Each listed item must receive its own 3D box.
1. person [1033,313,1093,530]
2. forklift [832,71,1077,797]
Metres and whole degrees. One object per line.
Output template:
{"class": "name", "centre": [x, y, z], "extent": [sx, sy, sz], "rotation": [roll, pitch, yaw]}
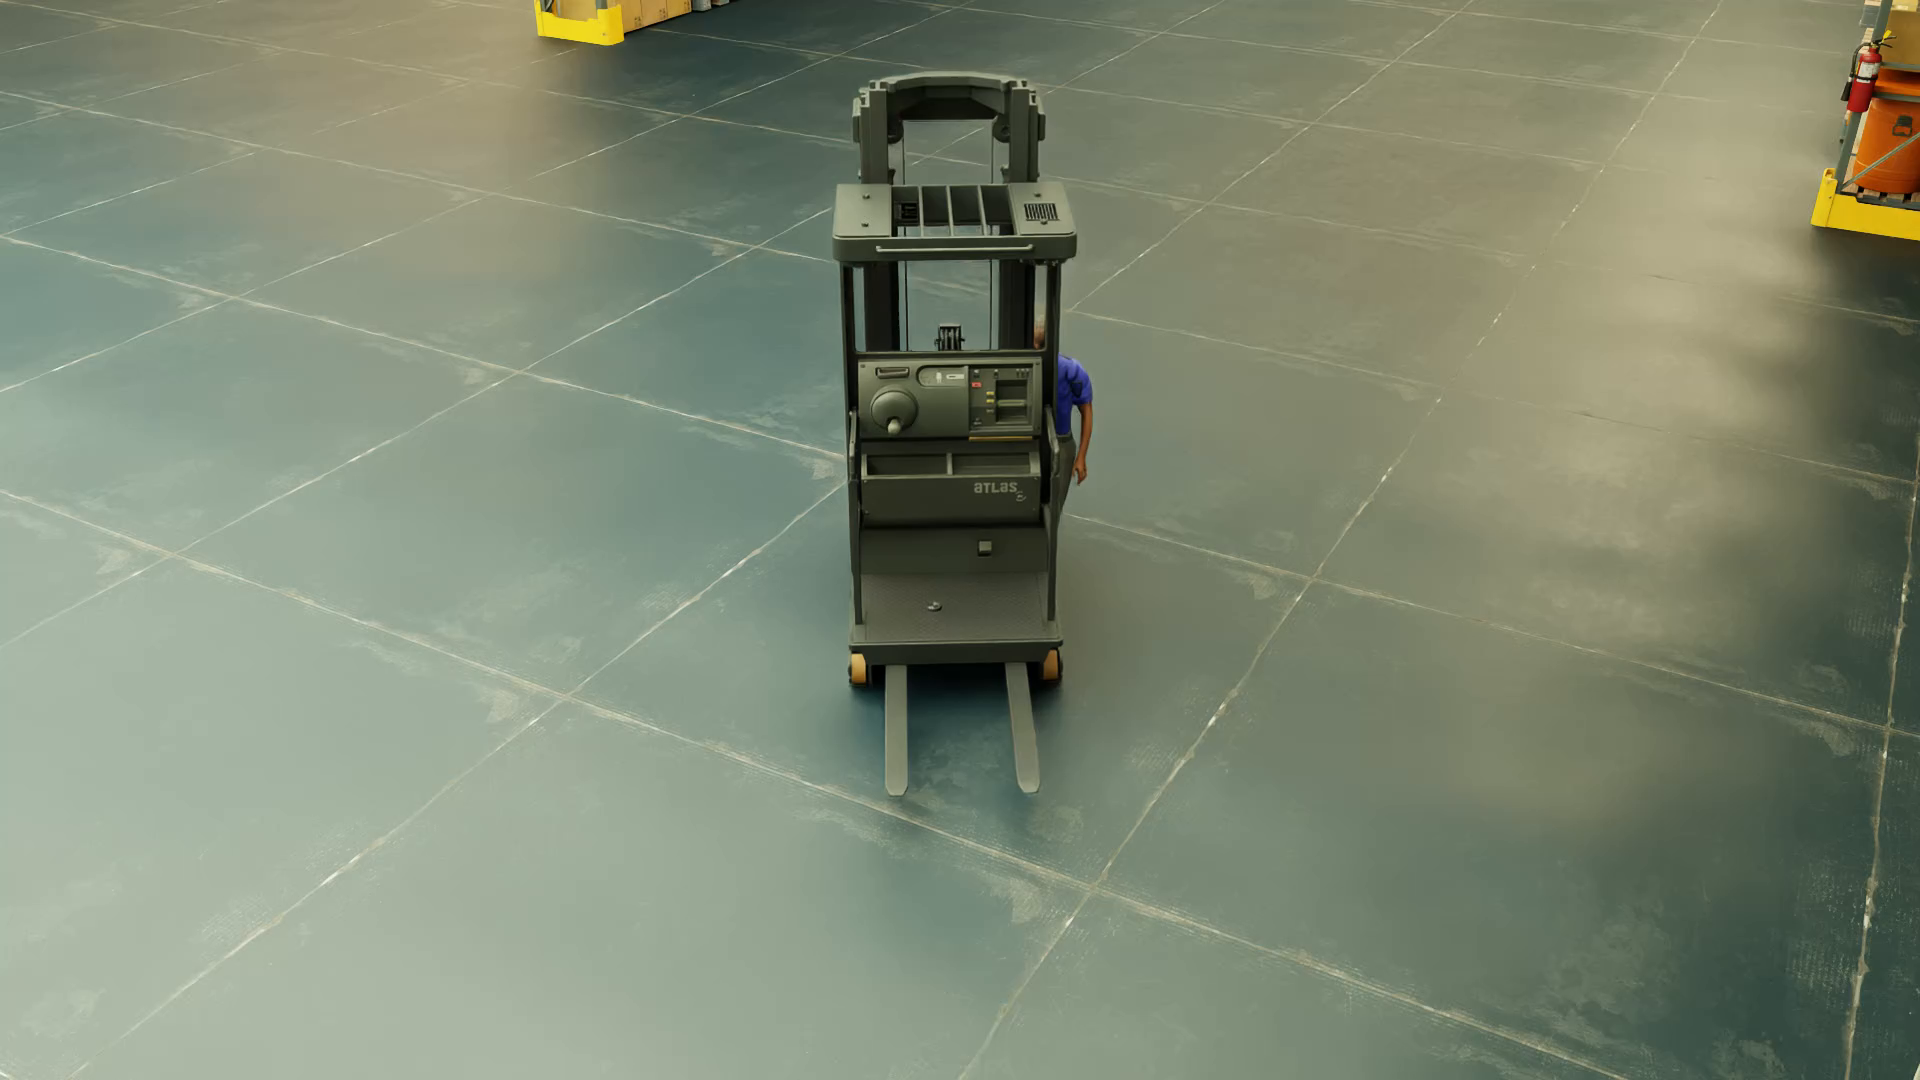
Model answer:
{"class": "person", "centre": [0.342, -0.496, 9.129], "extent": [0.711, 1.450, 0.688], "rotation": [10, 32, 18]}
{"class": "forklift", "centre": [-0.037, -0.677, 8.244], "extent": [1.130, 2.935, 3.031], "rotation": [-1, 30, -2]}
